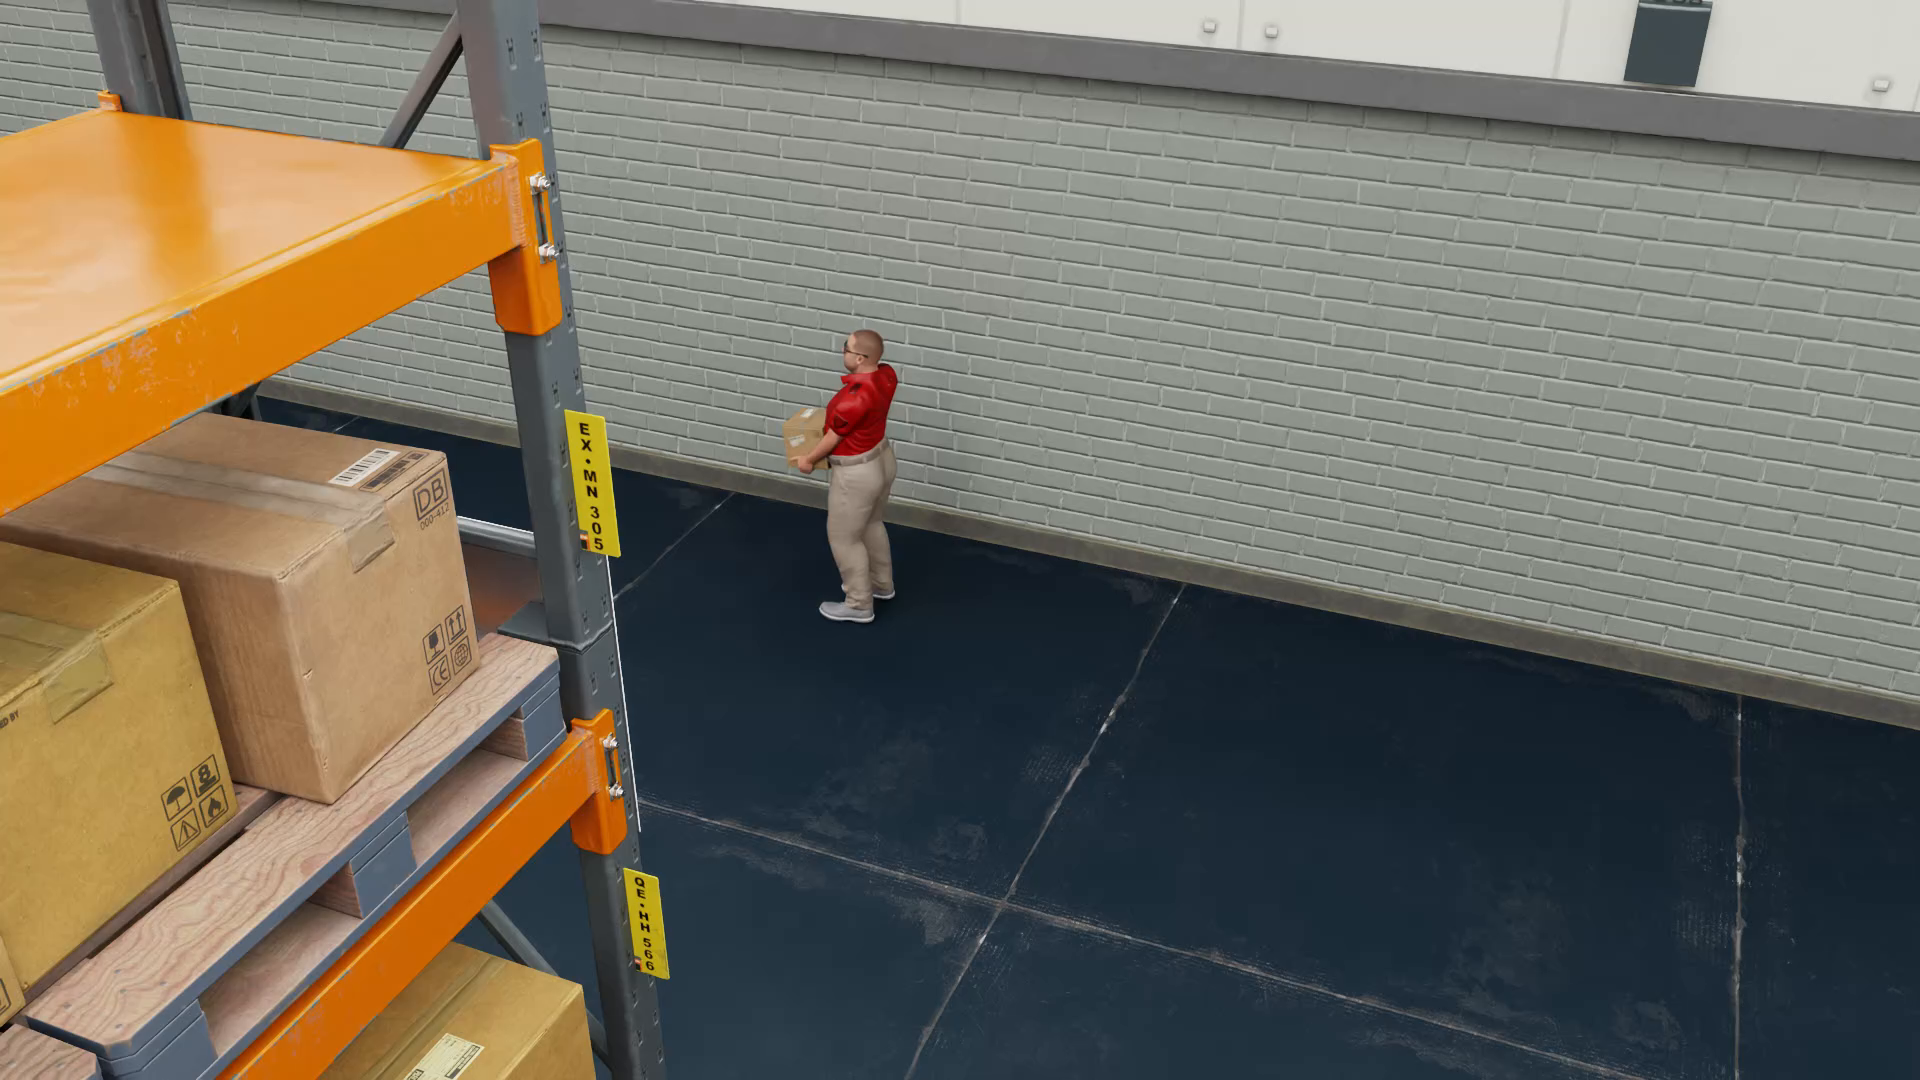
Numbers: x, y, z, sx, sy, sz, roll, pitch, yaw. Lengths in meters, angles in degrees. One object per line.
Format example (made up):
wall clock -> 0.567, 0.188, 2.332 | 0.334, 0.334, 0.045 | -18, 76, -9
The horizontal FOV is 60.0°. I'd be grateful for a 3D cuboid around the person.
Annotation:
person -> -0.638, -0.375, 9.093 | 0.538, 1.712, 0.493 | 12, 31, 20
